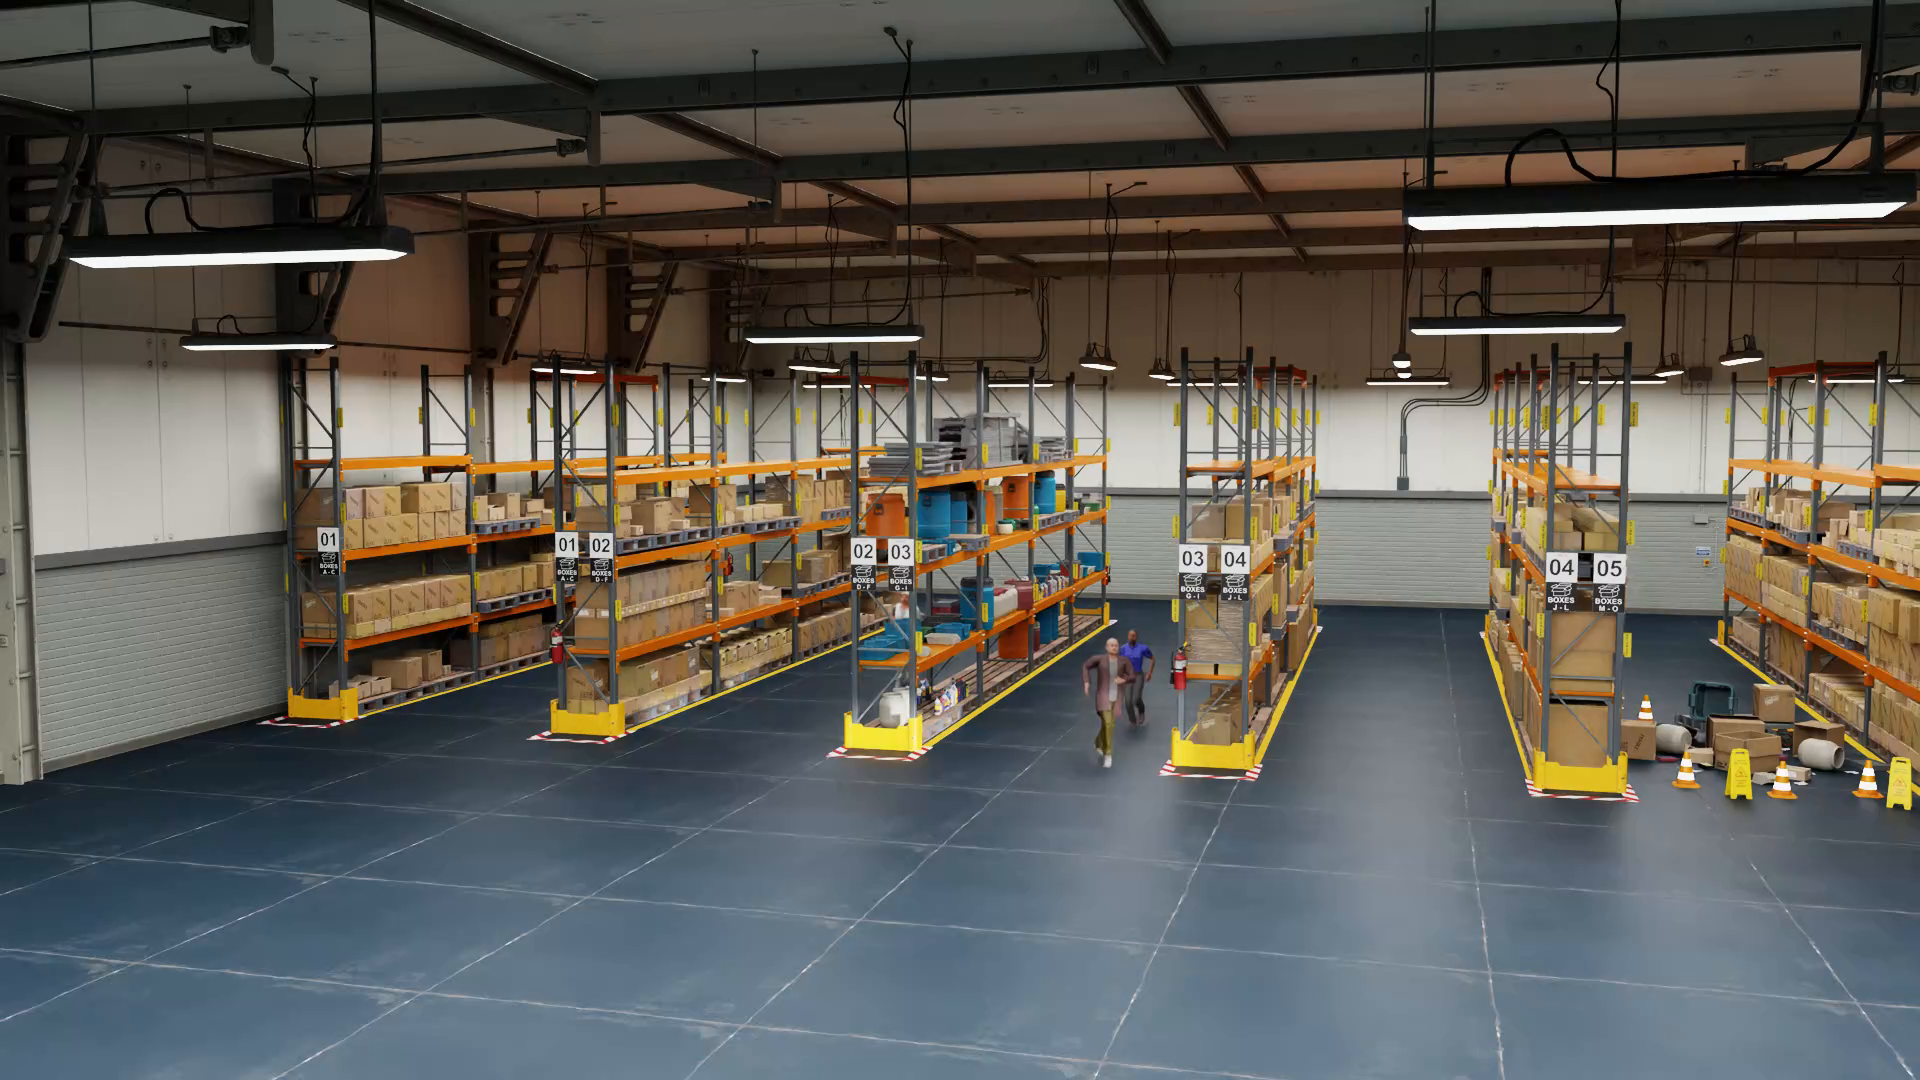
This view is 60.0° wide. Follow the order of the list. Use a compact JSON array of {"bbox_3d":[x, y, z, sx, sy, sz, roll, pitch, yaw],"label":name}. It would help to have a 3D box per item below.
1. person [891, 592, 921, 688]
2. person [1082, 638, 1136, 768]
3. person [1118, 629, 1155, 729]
[{"bbox_3d":[-1.032,1.834,31.088,0.631,1.843,0.779,1,4,8],"label":"person"},{"bbox_3d":[2.181,2.347,24.222,0.734,1.840,0.837,-2,4,-20],"label":"person"},{"bbox_3d":[2.802,2.227,26.745,0.608,1.600,0.570,1,4,16],"label":"person"}]
